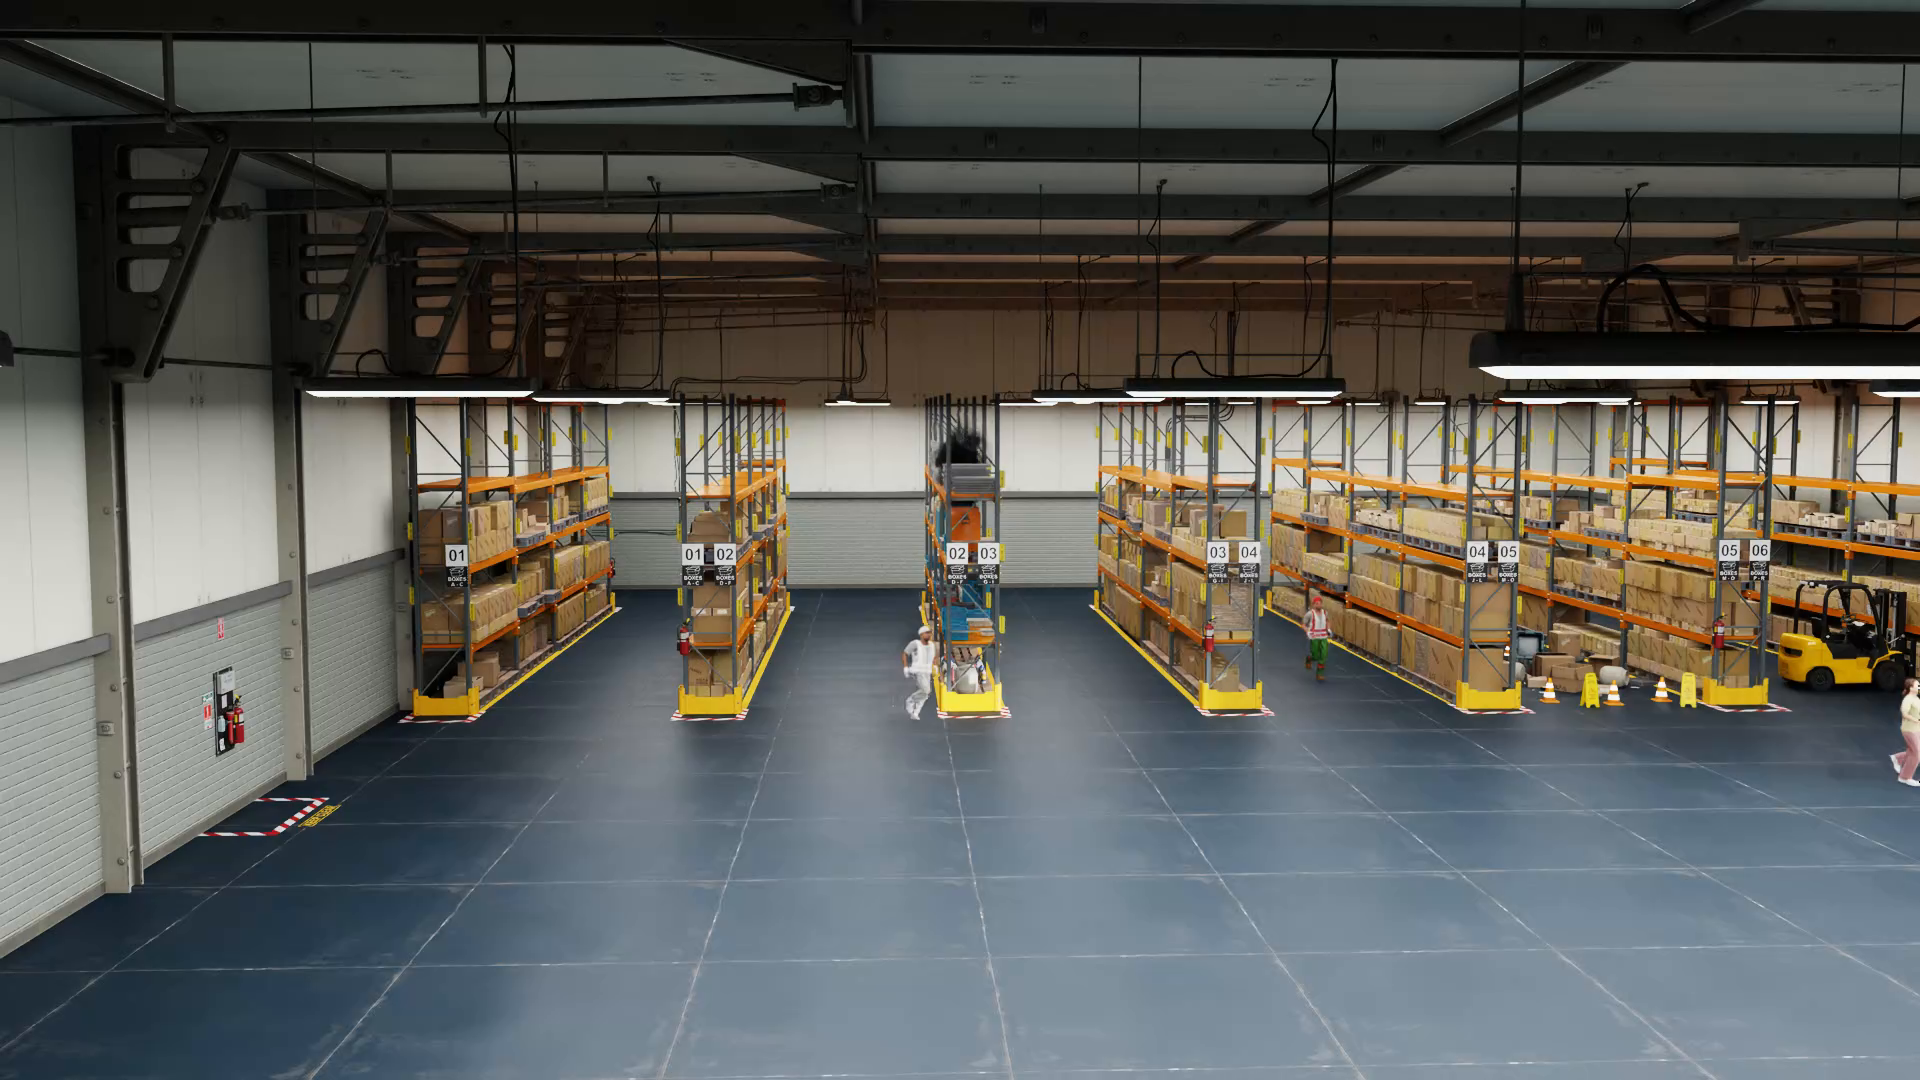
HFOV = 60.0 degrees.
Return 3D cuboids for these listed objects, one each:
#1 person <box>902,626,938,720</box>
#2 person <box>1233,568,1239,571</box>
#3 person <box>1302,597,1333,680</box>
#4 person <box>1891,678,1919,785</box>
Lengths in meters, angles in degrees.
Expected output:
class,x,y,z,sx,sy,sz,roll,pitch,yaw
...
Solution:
class,x,y,z,sx,sy,sz,roll,pitch,yaw
person,-0.662,2.453,30.634,0.734,1.701,0.555,-4,6,-42
person,7.905,1.074,48.265,0.652,1.697,0.765,-4,6,-39
person,7.591,2.074,35.257,0.670,1.740,0.759,-1,5,-11
person,14.490,2.910,25.323,0.560,1.636,0.617,4,6,43
